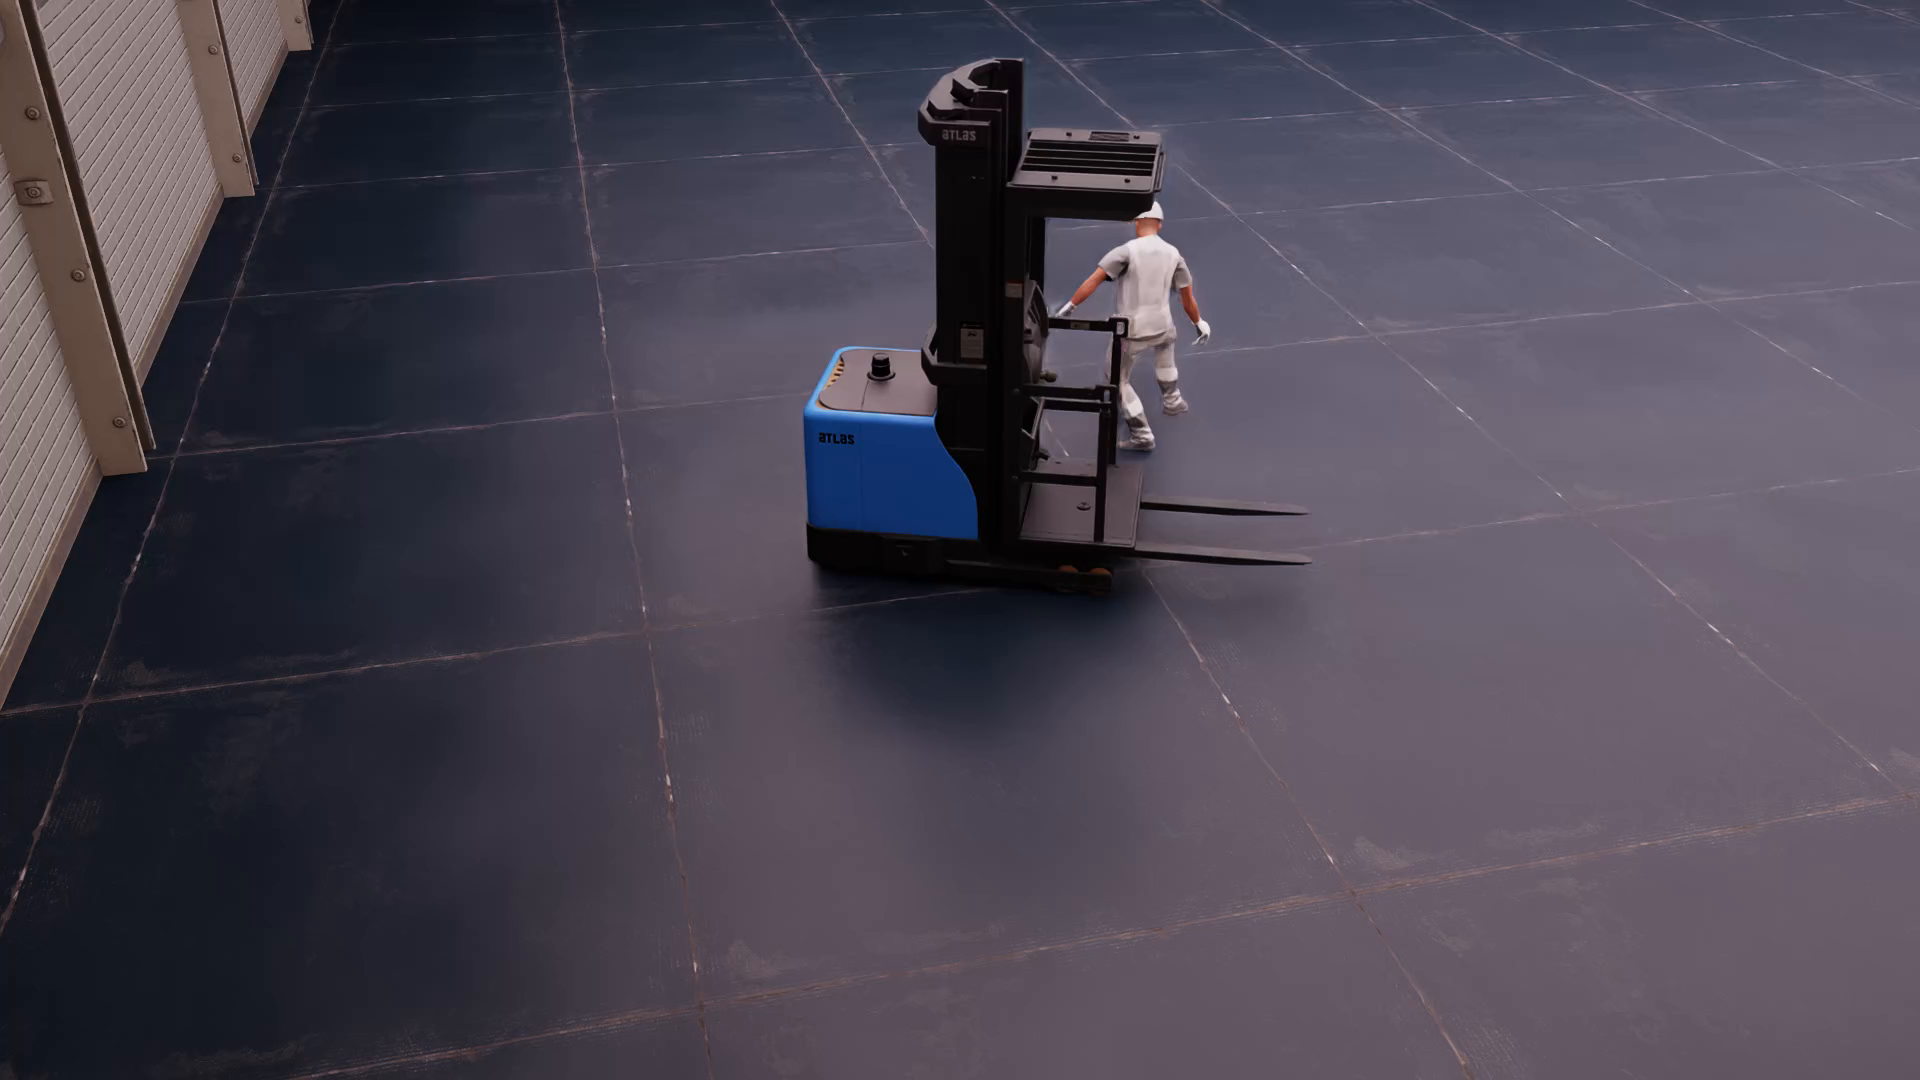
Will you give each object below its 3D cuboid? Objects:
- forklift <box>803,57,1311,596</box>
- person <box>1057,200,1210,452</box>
[{"bbox_3d":[0.628,-1.220,9.682,3.031,2.935,1.130,4,30,8],"label":"forklift"},{"bbox_3d":[1.182,-1.440,11.356,1.145,1.709,0.564,-12,32,-19],"label":"person"}]
